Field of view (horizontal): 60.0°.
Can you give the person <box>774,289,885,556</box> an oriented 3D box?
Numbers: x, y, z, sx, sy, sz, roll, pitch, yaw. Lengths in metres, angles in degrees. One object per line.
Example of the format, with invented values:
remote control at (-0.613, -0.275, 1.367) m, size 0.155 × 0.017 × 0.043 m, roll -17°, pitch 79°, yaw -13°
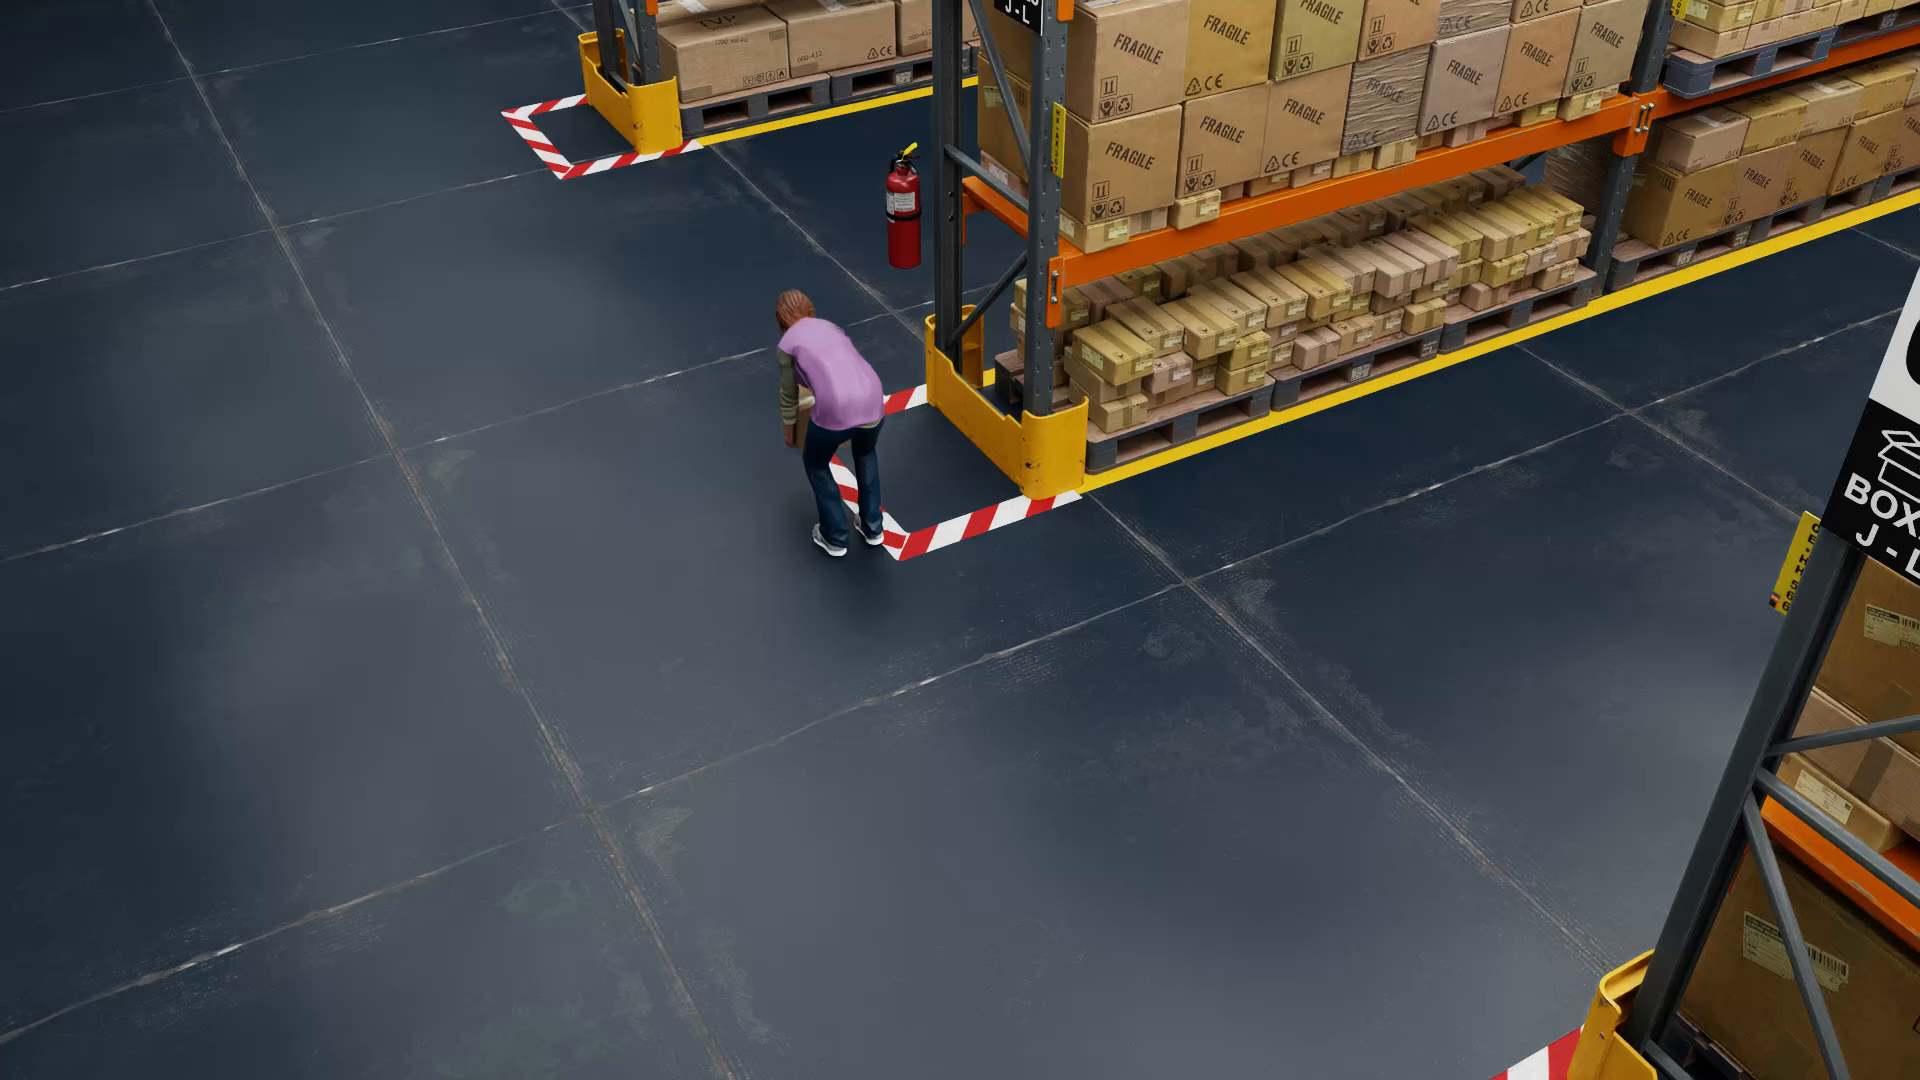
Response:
person at (-0.644, -0.563, 8.052) m, size 0.385 × 1.139 × 0.848 m, roll -18°, pitch 41°, yaw -22°
